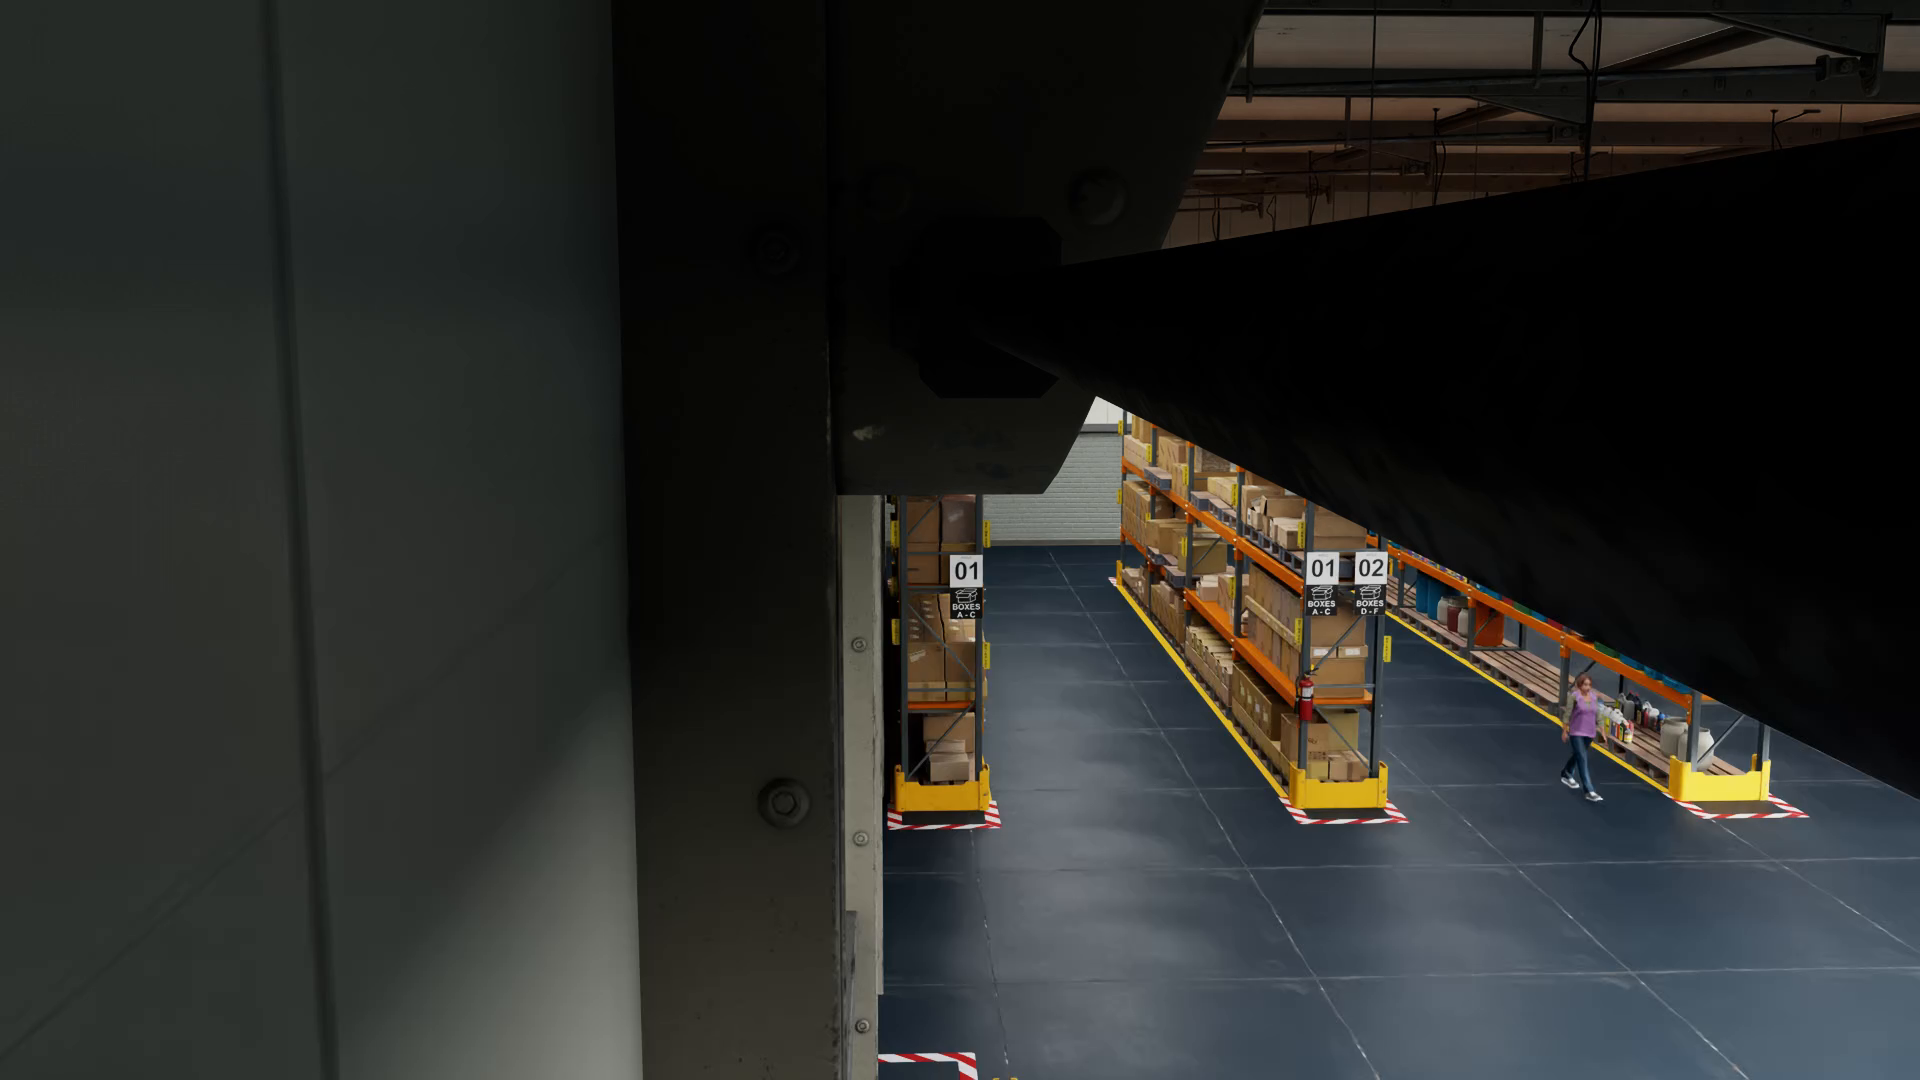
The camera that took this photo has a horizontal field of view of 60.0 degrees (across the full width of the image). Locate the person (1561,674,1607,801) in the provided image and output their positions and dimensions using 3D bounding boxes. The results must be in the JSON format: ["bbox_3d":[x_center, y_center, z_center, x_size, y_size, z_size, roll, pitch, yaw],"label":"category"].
[{"bbox_3d":[7.905,2.462,21.009,0.433,1.546,0.951,-2,9,-14],"label":"person"}]
